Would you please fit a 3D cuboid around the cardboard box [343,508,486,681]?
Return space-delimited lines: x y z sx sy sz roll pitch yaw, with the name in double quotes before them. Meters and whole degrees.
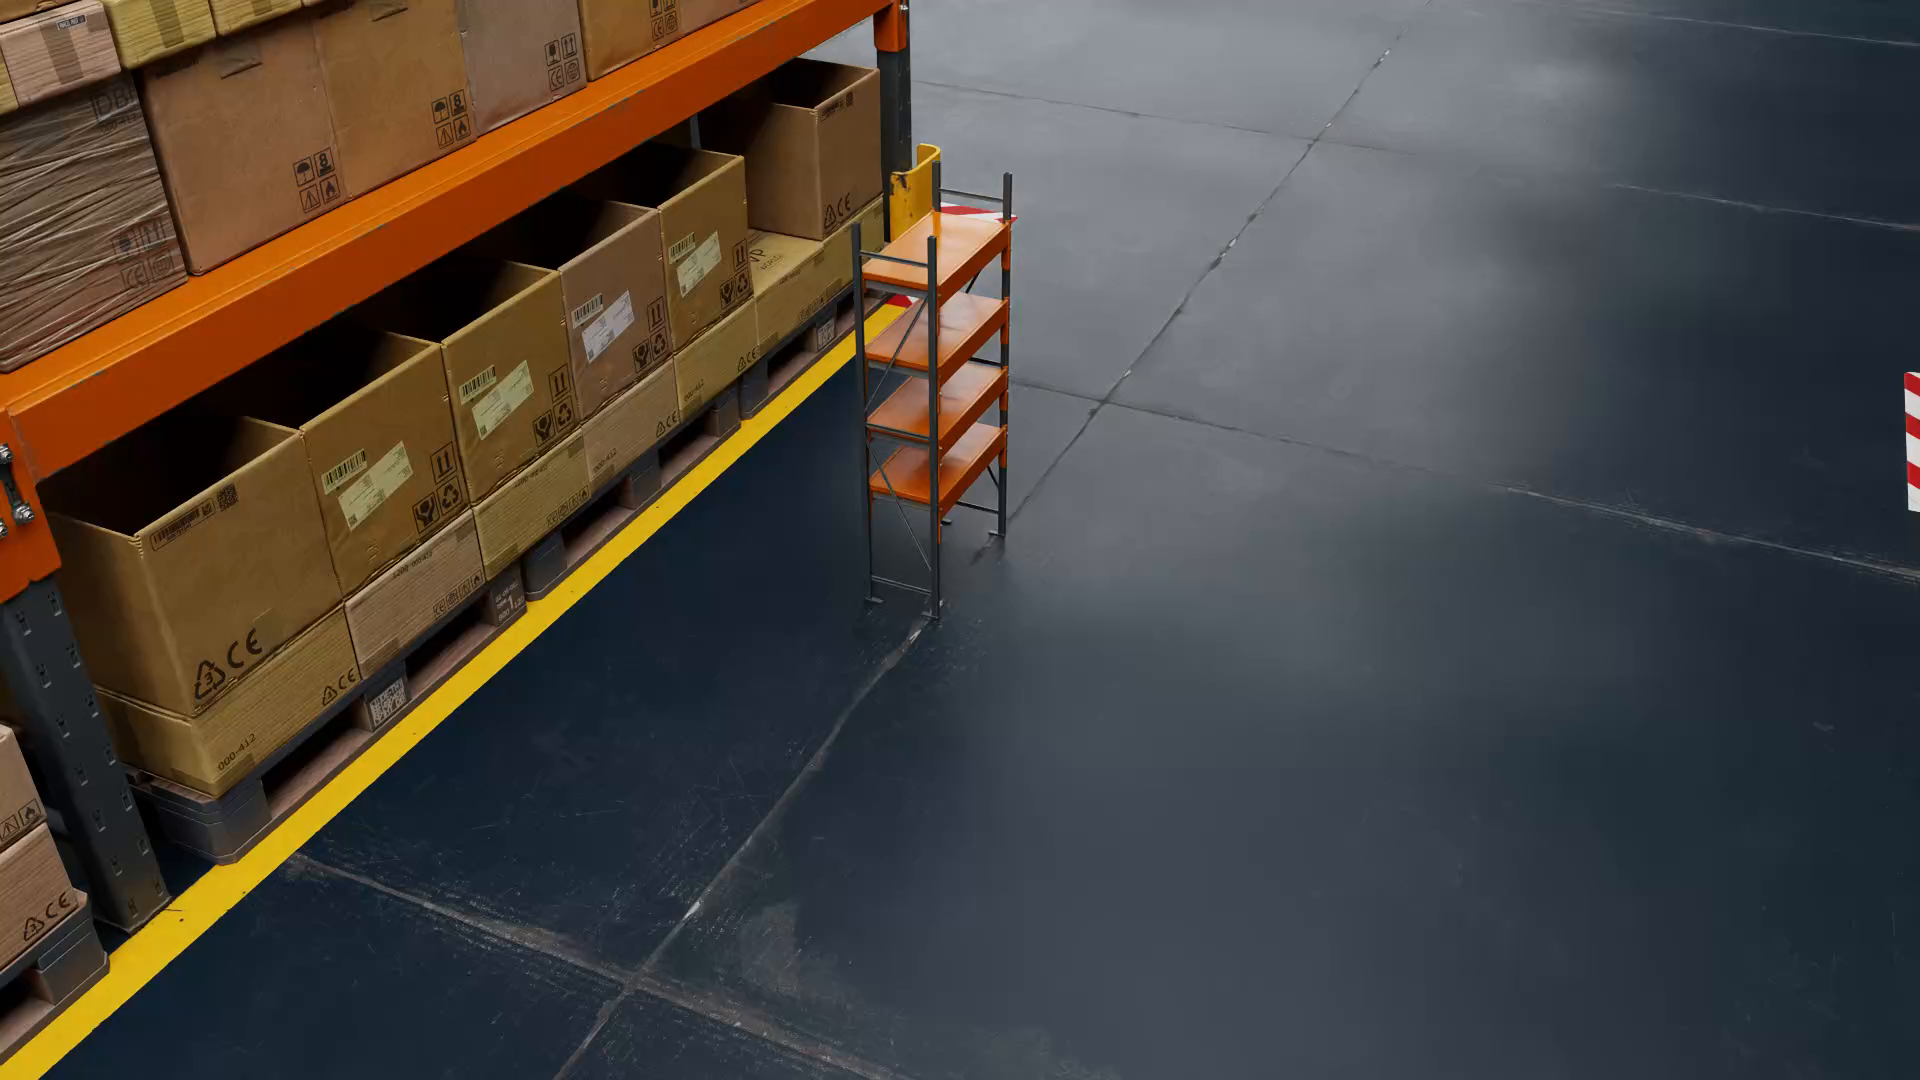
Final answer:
"cardboard box" -1.662 0.083 4.512 0.500 0.250 0.500 14 36 20

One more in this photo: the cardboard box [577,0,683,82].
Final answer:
"cardboard box" -1.307 -1.777 5.134 0.700 0.500 0.500 14 36 21

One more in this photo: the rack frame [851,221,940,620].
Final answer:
"rack frame" -0.171 -0.298 4.610 0.240 1.200 0.015 14 36 20

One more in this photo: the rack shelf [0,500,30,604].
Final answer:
"rack shelf" -3.182 0.815 1.927 1.077 0.370 4.000 14 36 20

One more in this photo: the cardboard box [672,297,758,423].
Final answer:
"cardboard box" -1.034 -0.663 5.651 0.500 0.250 0.500 14 36 20

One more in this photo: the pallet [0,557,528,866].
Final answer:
"pallet" -1.974 0.298 4.603 1.003 0.211 1.213 14 36 20

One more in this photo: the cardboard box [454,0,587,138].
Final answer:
"cardboard box" -1.524 -1.514 4.733 0.700 0.500 0.500 15 36 22

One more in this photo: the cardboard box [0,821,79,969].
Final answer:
"cardboard box" -2.255 0.766 3.471 0.500 0.250 0.500 14 36 20

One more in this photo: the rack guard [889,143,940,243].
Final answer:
"rack guard" -0.662 -1.440 6.991 1.175 0.500 0.348 14 36 20

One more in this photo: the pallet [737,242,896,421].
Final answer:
"pallet" -0.954 -0.917 6.456 1.003 0.211 1.213 14 36 20

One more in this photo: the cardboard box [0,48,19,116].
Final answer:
"cardboard box" -2.057 -0.884 3.180 0.380 0.149 0.250 14 36 20

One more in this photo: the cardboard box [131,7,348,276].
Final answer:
"cardboard box" -1.951 -1.010 3.964 0.700 0.500 0.500 14 36 20

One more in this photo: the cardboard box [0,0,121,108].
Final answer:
"cardboard box" -1.952 -1.009 3.371 0.380 0.149 0.250 15 36 21

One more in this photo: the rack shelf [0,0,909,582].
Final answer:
"rack shelf" -1.509 -1.177 4.965 1.077 0.370 4.000 14 36 20

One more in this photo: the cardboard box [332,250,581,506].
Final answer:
"cardboard box" -1.449 -0.478 4.684 0.500 0.500 0.500 14 36 20

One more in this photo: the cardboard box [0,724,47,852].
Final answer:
"cardboard box" -2.254 0.526 3.326 0.500 0.311 0.500 14 36 20

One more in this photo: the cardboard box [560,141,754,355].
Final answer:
"cardboard box" -1.031 -0.976 5.444 0.500 0.500 0.500 14 36 20

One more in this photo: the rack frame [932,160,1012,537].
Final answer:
"rack frame" 0.033 -0.541 4.981 0.240 1.200 0.015 14 36 20

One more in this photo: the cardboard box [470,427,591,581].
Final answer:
"cardboard box" -1.448 -0.164 4.890 0.500 0.250 0.500 14 36 20

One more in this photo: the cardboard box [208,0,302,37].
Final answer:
"cardboard box" -1.737 -1.269 3.767 0.380 0.149 0.250 14 36 20

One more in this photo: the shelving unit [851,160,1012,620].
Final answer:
"shelving unit" -0.069 -0.419 4.795 0.258 1.200 0.503 14 36 20

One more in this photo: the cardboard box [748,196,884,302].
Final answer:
"cardboard box" -0.628 -1.165 6.415 0.500 0.250 0.500 14 36 20

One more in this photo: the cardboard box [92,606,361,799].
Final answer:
"cardboard box" -1.876 0.331 4.134 0.500 0.250 0.500 14 36 20

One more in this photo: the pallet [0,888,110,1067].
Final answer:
"pallet" -2.618 1.060 3.440 1.003 0.211 1.213 14 36 20

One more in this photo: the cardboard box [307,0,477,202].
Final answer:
"cardboard box" -1.737 -1.259 4.343 0.700 0.500 0.500 15 36 21

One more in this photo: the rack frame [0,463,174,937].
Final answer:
"rack frame" -2.345 -0.482 3.249 1.000 3.000 0.127 14 36 20

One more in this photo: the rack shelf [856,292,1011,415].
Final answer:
"rack shelf" -0.069 -0.550 4.710 0.258 0.148 0.480 14 36 20

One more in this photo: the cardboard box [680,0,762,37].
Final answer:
"cardboard box" -1.094 -2.023 5.509 0.700 0.500 0.500 15 36 22

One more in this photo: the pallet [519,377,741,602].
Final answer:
"pallet" -1.465 -0.312 5.533 1.003 0.211 1.213 14 36 20

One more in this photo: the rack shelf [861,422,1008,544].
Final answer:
"rack shelf" -0.069 -0.197 4.941 0.258 0.148 0.480 14 36 20

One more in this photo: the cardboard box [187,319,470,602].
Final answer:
"cardboard box" -1.665 -0.231 4.307 0.500 0.500 0.500 14 36 20

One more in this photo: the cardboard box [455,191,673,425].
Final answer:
"cardboard box" -1.241 -0.728 5.065 0.500 0.500 0.500 14 36 20

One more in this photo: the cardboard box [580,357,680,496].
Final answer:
"cardboard box" -1.244 -0.415 5.272 0.500 0.250 0.500 14 36 20

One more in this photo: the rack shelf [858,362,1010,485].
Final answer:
"rack shelf" -0.069 -0.363 4.832 0.258 0.148 0.480 14 36 20

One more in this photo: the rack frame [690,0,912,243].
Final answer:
"rack frame" -0.672 -2.474 6.287 1.000 3.000 0.127 14 36 20

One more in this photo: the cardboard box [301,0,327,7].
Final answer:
"cardboard box" -1.631 -1.393 3.956 0.380 0.149 0.250 13 35 19

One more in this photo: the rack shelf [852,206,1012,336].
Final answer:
"rack shelf" -0.069 -0.748 4.580 0.258 0.148 0.480 14 36 20

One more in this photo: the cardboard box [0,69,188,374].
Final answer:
"cardboard box" -2.165 -0.746 3.561 0.700 0.500 0.500 13 36 19

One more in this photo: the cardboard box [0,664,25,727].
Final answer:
"cardboard box" -2.350 0.212 4.316 0.500 0.250 0.500 14 36 20

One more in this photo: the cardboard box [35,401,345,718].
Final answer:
"cardboard box" -1.867 0.020 3.925 0.500 0.500 0.500 14 36 20

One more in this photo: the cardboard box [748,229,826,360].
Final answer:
"cardboard box" -0.826 -0.913 6.031 0.500 0.250 0.500 14 36 20

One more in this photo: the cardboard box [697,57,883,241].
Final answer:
"cardboard box" -0.626 -1.478 6.209 0.500 0.500 0.500 14 36 20

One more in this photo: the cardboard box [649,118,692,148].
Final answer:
"cardboard box" -1.306 -1.348 6.010 0.500 0.500 0.500 14 36 20

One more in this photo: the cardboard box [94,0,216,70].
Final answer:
"cardboard box" -1.846 -1.138 3.567 0.380 0.149 0.250 13 36 19
